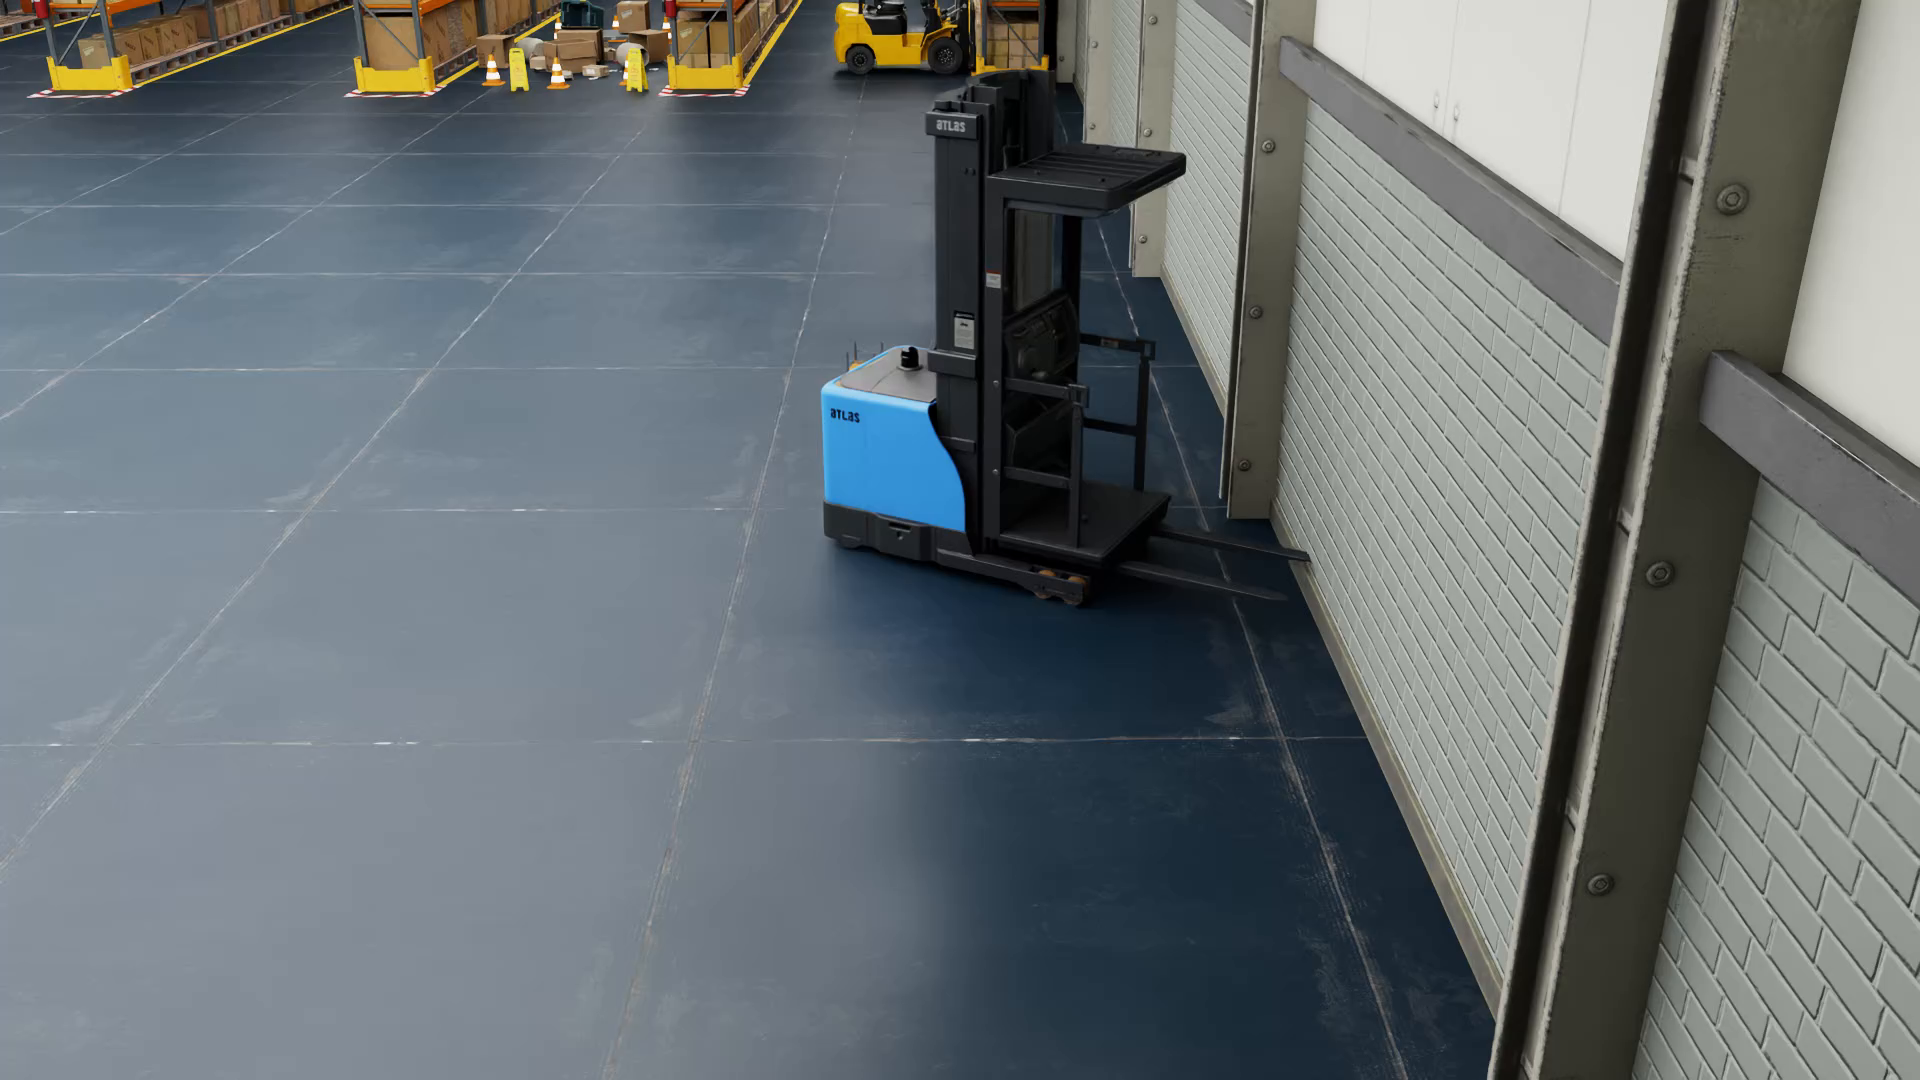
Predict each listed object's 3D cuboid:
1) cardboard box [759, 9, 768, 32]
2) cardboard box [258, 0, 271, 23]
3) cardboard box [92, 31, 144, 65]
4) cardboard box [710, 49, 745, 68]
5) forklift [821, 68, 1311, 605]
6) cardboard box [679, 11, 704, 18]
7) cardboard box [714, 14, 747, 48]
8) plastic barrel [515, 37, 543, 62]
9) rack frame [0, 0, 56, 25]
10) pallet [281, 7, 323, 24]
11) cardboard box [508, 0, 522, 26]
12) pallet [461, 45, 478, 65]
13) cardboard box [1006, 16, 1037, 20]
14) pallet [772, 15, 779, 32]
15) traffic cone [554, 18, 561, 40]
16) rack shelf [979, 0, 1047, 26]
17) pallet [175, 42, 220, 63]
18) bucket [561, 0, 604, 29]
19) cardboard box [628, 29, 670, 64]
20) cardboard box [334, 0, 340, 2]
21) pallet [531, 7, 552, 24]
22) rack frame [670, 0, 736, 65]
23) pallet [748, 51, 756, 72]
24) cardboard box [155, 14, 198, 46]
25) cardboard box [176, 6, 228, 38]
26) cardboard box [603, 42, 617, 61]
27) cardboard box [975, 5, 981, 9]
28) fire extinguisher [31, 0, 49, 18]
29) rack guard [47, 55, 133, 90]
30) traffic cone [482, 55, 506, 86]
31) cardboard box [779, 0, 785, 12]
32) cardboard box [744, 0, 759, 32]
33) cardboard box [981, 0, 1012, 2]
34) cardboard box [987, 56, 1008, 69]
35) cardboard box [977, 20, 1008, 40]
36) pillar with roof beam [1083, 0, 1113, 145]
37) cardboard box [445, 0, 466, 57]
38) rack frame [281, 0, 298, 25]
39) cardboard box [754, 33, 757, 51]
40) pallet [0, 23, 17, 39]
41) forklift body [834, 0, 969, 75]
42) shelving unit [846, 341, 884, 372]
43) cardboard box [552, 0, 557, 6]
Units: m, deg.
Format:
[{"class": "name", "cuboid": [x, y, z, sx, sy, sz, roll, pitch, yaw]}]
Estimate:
[{"class": "cardboard box", "cuboid": [-4.180, -9.848, 31.564, 0.950, 0.372, 0.625, 1, 24, 3]}, {"class": "cardboard box", "cuboid": [-14.068, -10.502, 32.831, 0.700, 0.500, 0.500, -2, 24, -5]}, {"class": "cardboard box", "cuboid": [-14.057, -8.205, 27.775, 0.500, 0.500, 0.500, 6, 25, 13]}, {"class": "cardboard box", "cuboid": [-3.849, -7.966, 27.549, 0.500, 0.250, 0.500, 0, 24, -1]}, {"class": "forklift", "cuboid": [0.669, -1.199, 9.845, 3.031, 2.935, 1.130, 12, 27, 25]}, {"class": "cardboard box", "cuboid": [-4.458, -8.749, 27.584, 0.380, 0.149, 0.250, 0, 24, 1]}, {"class": "cardboard box", "cuboid": [-3.860, -8.532, 27.893, 0.500, 0.500, 0.500, -1, 24, -3]}, {"class": "plastic barrel", "cuboid": [-7.563, -8.643, 29.347, 0.512, 0.421, 0.421, 19, 30, 35]}, {"class": "rack frame", "cuboid": [-19.067, -11.923, 33.472, 1.000, 3.000, 0.127, 0, 24, -1]}, {"class": "pallet", "cuboid": [-14.047, -11.000, 34.815, 1.003, 0.211, 1.213, 0, 24, -1]}, {"class": "cardboard box", "cuboid": [-9.223, -10.481, 32.504, 1.050, 0.750, 0.750, 0, 24, 0]}, {"class": "pallet", "cuboid": [-9.179, -8.693, 29.716, 1.003, 0.211, 1.213, 0, 24, -1]}, {"class": "cardboard box", "cuboid": [1.021, -8.516, 27.553, 0.500, 0.250, 0.500, 0, 24, 0]}, {"class": "pallet", "cuboid": [-4.197, -10.397, 33.483, 1.003, 0.211, 1.213, 0, 24, -1]}, {"class": "traffic cone", "cuboid": [-7.614, -9.681, 31.594, 0.336, 0.463, 0.334, 0, 24, -1]}, {"class": "rack shelf", "cuboid": [0.824, -9.214, 28.355, 1.077, 0.370, 4.000, 0, 24, -1]}, {"class": "pallet", "cuboid": [-14.028, -8.750, 29.840, 1.003, 0.211, 1.213, 0, 24, -1]}, {"class": "bucket", "cuboid": [-6.803, -9.433, 30.095, 0.726, 0.611, 0.620, 8, 16, 18]}, {"class": "cardboard box", "cuboid": [-5.510, -8.756, 29.501, 0.500, 0.500, 0.500, 19, 30, 35]}, {"class": "cardboard box", "cuboid": [-14.120, -12.185, 36.120, 1.225, 0.875, 0.875, -1, 24, -2]}, {"class": "pallet", "cuboid": [-9.160, -10.977, 34.766, 1.003, 0.211, 1.213, 0, 24, -1]}, {"class": "rack frame", "cuboid": [-4.117, -8.693, 26.331, 1.000, 3.000, 0.127, 0, 24, -1]}, {"class": "pallet", "cuboid": [-4.102, -8.291, 28.825, 1.003, 0.211, 1.213, 0, 24, -1]}, {"class": "cardboard box", "cuboid": [-14.106, -9.184, 29.941, 0.500, 0.500, 0.500, -1, 24, -2]}, {"class": "cardboard box", "cuboid": [-14.055, -9.612, 30.861, 0.700, 0.500, 0.500, -2, 24, -5]}, {"class": "cardboard box", "cuboid": [-6.298, -8.751, 29.776, 0.258, 0.266, 0.396, -19, 31, -36]}, {"class": "cardboard box", "cuboid": [0.506, -9.143, 28.940, 0.500, 0.250, 0.500, 1, 24, 1]}, {"class": "fire extinguisher", "cuboid": [-14.486, -8.564, 26.140, 0.296, 0.674, 0.183, 0, 24, -1]}, {"class": "rack guard", "cuboid": [-14.027, -7.541, 26.817, 1.175, 0.500, 0.348, 0, 24, -1]}, {"class": "traffic cone", "cuboid": [-7.652, -7.699, 27.211, 0.336, 0.463, 0.334, 0, 24, -1]}, {"class": "cardboard box", "cuboid": [-4.129, -11.498, 34.602, 0.875, 0.875, 0.875, 0, 24, -1]}, {"class": "cardboard box", "cuboid": [-3.886, -9.379, 29.765, 0.500, 0.500, 0.500, -1, 24, -1]}, {"class": "cardboard box", "cuboid": [0.578, -8.964, 26.809, 0.500, 0.500, 0.500, -1, 24, -2]}, {"class": "cardboard box", "cuboid": [0.525, -7.848, 27.289, 0.500, 0.250, 0.500, 0, 24, 0]}, {"class": "cardboard box", "cuboid": [0.529, -8.300, 27.075, 0.500, 0.250, 0.500, 1, 24, 1]}, {"class": "pillar with roof beam", "cuboid": [-2.499, -9.250, 20.282, 9.100, 9.000, 0.400, 0, 24, -1]}, {"class": "cardboard box", "cuboid": [-9.159, -8.870, 28.791, 0.875, 0.875, 0.875, 0, 24, 0]}, {"class": "rack frame", "cuboid": [-14.114, -11.945, 33.522, 1.000, 3.000, 0.127, 0, 24, -1]}, {"class": "cardboard box", "cuboid": [-3.870, -8.818, 29.435, 0.500, 0.250, 0.500, -1, 24, -2]}, {"class": "pallet", "cuboid": [-19.086, -9.832, 32.232, 1.003, 0.211, 1.213, 0, 24, -1]}, {"class": "forklift body", "cuboid": [-0.999, -9.104, 28.269, 2.313, 2.155, 1.214, 0, 24, -1]}, {"class": "shelving unit", "cuboid": [-0.631, -0.803, 11.250, 0.215, 1.050, 0.252, 4, 25, 8]}, {"class": "cardboard box", "cuboid": [-8.925, -11.690, 35.480, 0.500, 0.500, 0.500, -1, 24, -2]}]
